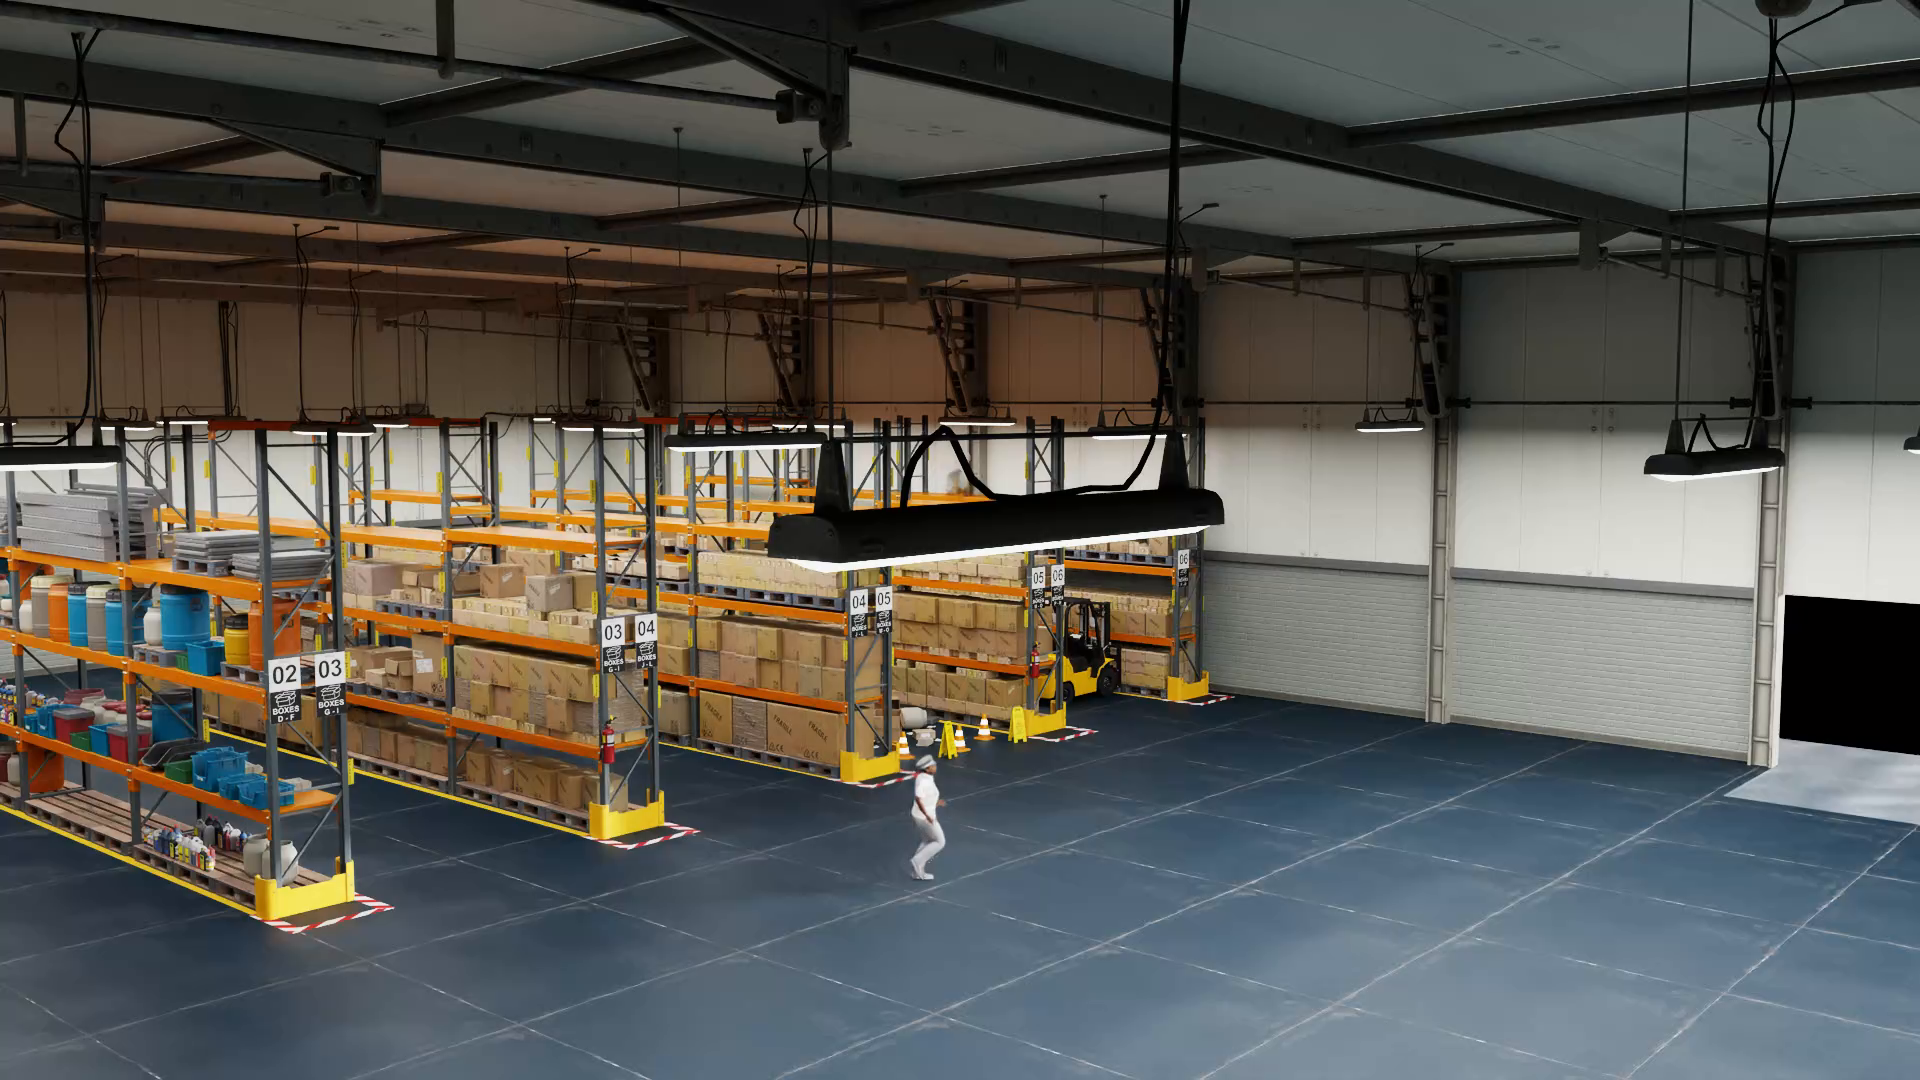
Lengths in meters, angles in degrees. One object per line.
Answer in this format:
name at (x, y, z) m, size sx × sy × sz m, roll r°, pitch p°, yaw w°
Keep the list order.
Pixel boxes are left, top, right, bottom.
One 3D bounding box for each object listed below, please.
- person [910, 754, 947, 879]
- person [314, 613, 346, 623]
person at (-0.421, 3.669, 22.079) m, size 0.565 × 1.669 × 0.564 m, roll -1°, pitch 5°, yaw -16°
person at (-14.718, 2.235, 38.577) m, size 0.741 × 1.758 × 0.980 m, roll 1°, pitch 5°, yaw 16°
